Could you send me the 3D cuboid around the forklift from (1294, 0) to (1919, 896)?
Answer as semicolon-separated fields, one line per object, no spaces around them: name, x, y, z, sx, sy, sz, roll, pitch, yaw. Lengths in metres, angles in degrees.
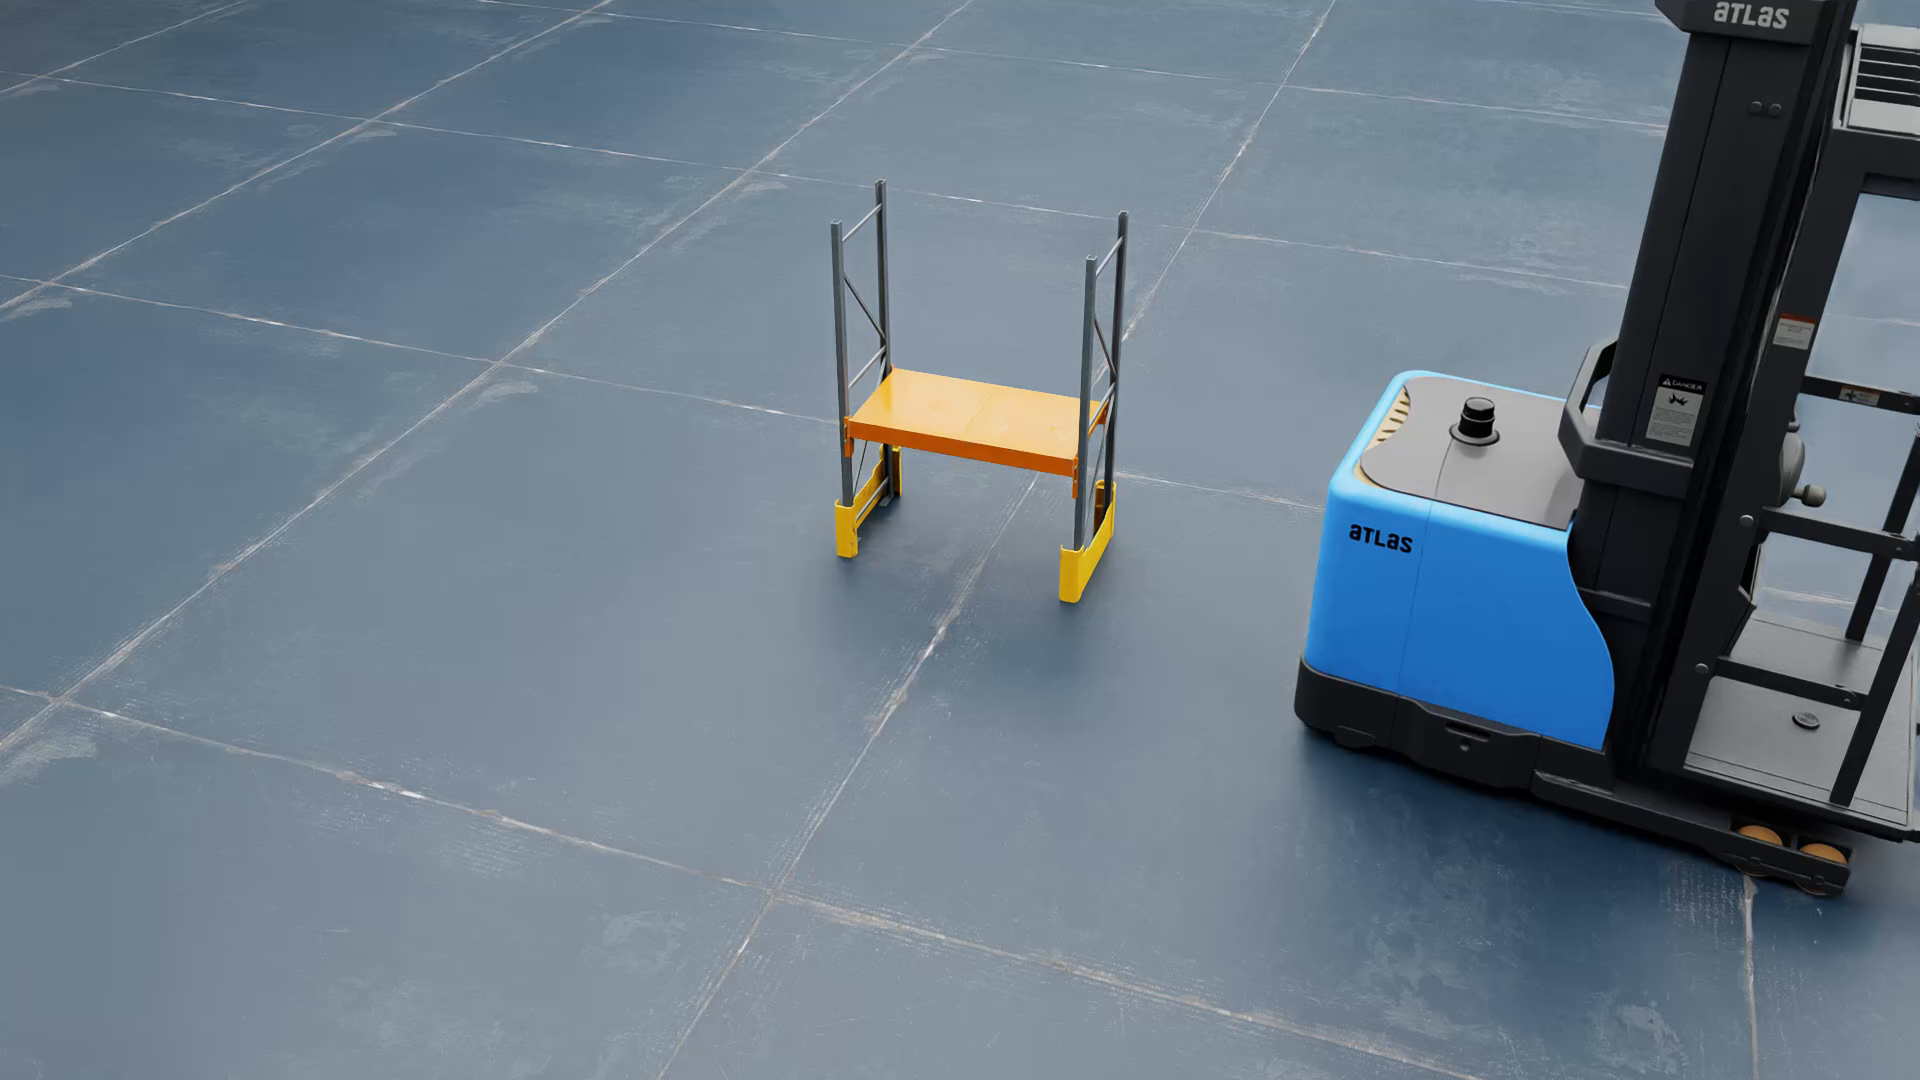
forklift;2.785;-0.399;5.165;3.031;2.935;1.130;15;36;22

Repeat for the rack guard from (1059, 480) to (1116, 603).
rack guard;0.541;0.000;7.019;0.087;0.250;0.587;11;34;16

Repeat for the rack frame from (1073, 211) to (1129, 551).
rack frame;0.559;-0.521;6.675;0.032;1.500;0.500;11;34;16

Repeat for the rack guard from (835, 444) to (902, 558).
rack guard;-0.397;-0.182;7.302;0.087;0.250;0.587;11;34;16

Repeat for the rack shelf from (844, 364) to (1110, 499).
rack shelf;0.080;-0.463;6.917;1.000;0.185;0.538;11;34;16

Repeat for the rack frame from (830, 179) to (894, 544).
rack frame;-0.398;-0.708;6.963;0.032;1.500;0.500;11;34;16

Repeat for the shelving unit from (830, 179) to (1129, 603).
shelving unit;0.072;-0.616;6.822;1.083;1.500;0.587;11;34;16
